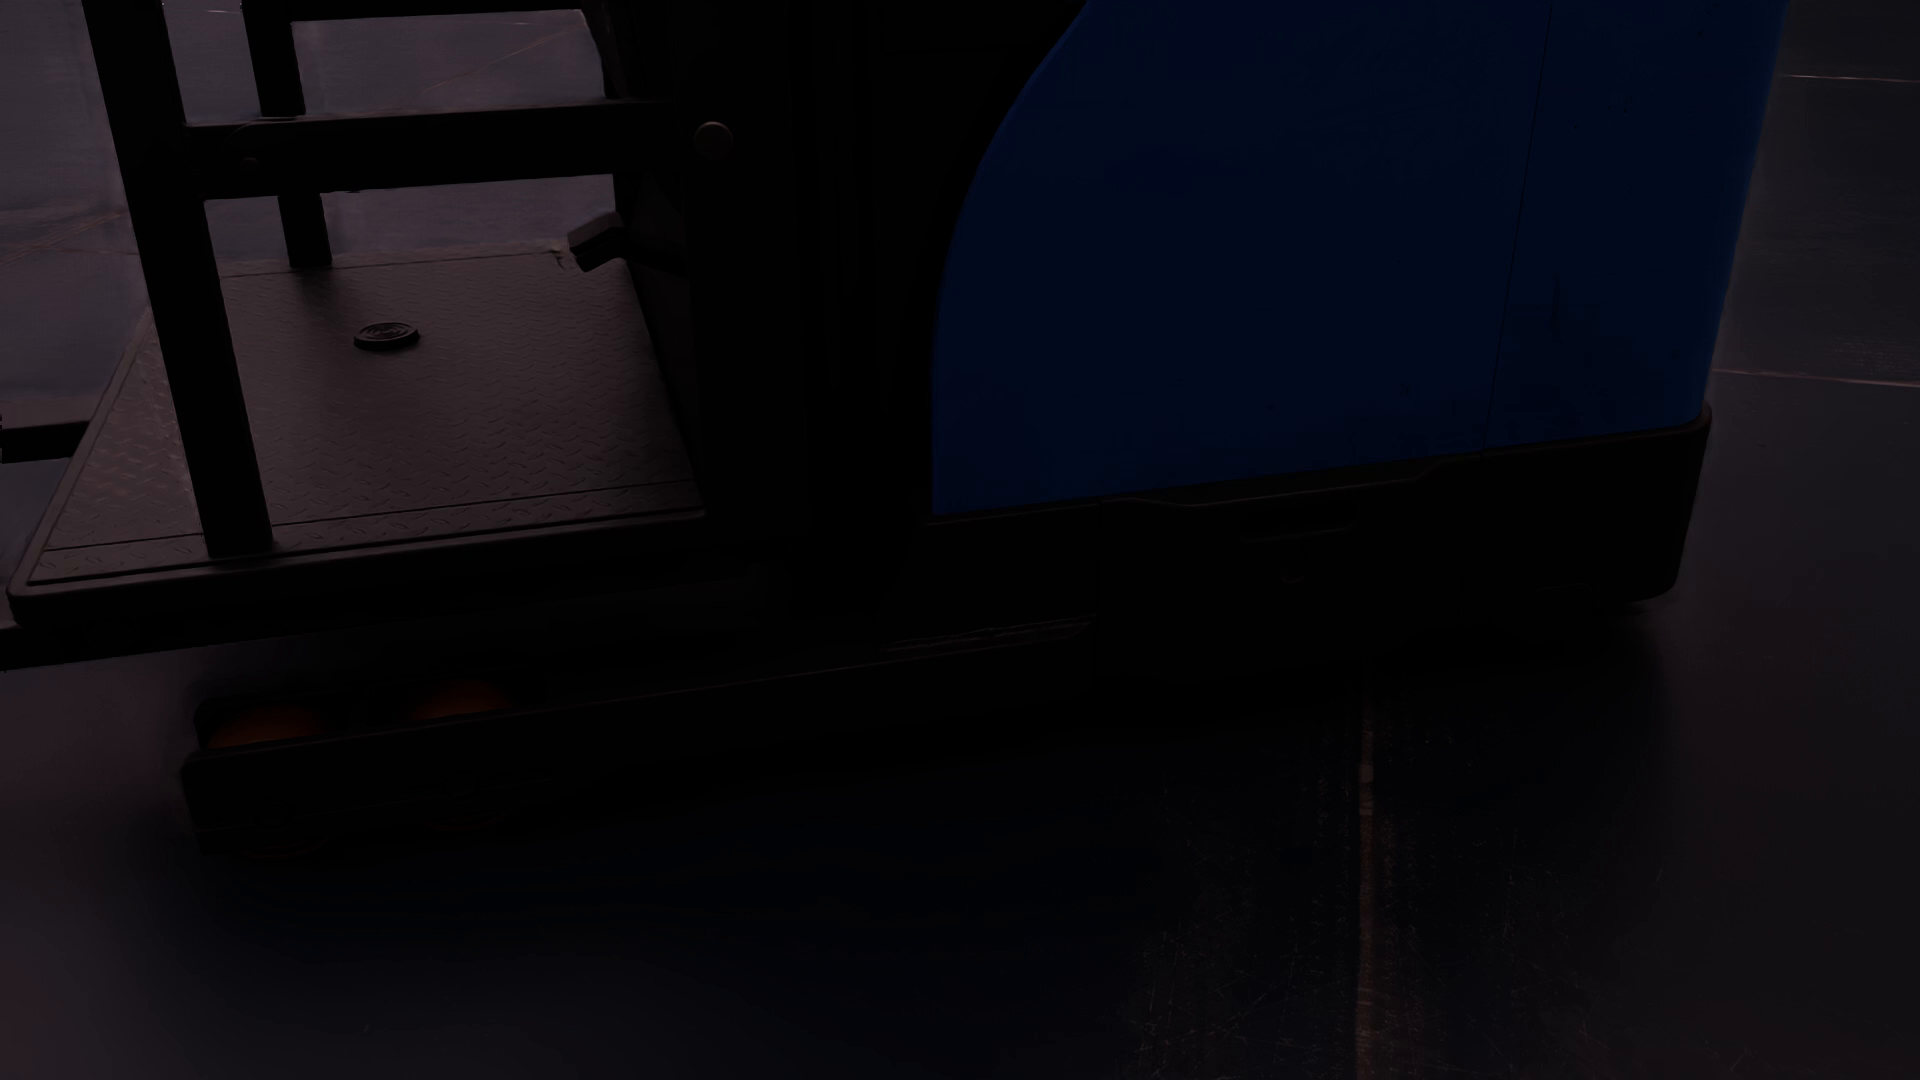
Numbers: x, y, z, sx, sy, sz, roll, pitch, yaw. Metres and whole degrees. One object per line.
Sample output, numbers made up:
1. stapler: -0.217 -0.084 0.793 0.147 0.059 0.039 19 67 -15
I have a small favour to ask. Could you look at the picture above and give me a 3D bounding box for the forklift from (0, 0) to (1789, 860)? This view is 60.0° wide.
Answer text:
1. forklift: -0.603 -1.225 1.674 3.031 2.935 1.130 -7 28 -14
